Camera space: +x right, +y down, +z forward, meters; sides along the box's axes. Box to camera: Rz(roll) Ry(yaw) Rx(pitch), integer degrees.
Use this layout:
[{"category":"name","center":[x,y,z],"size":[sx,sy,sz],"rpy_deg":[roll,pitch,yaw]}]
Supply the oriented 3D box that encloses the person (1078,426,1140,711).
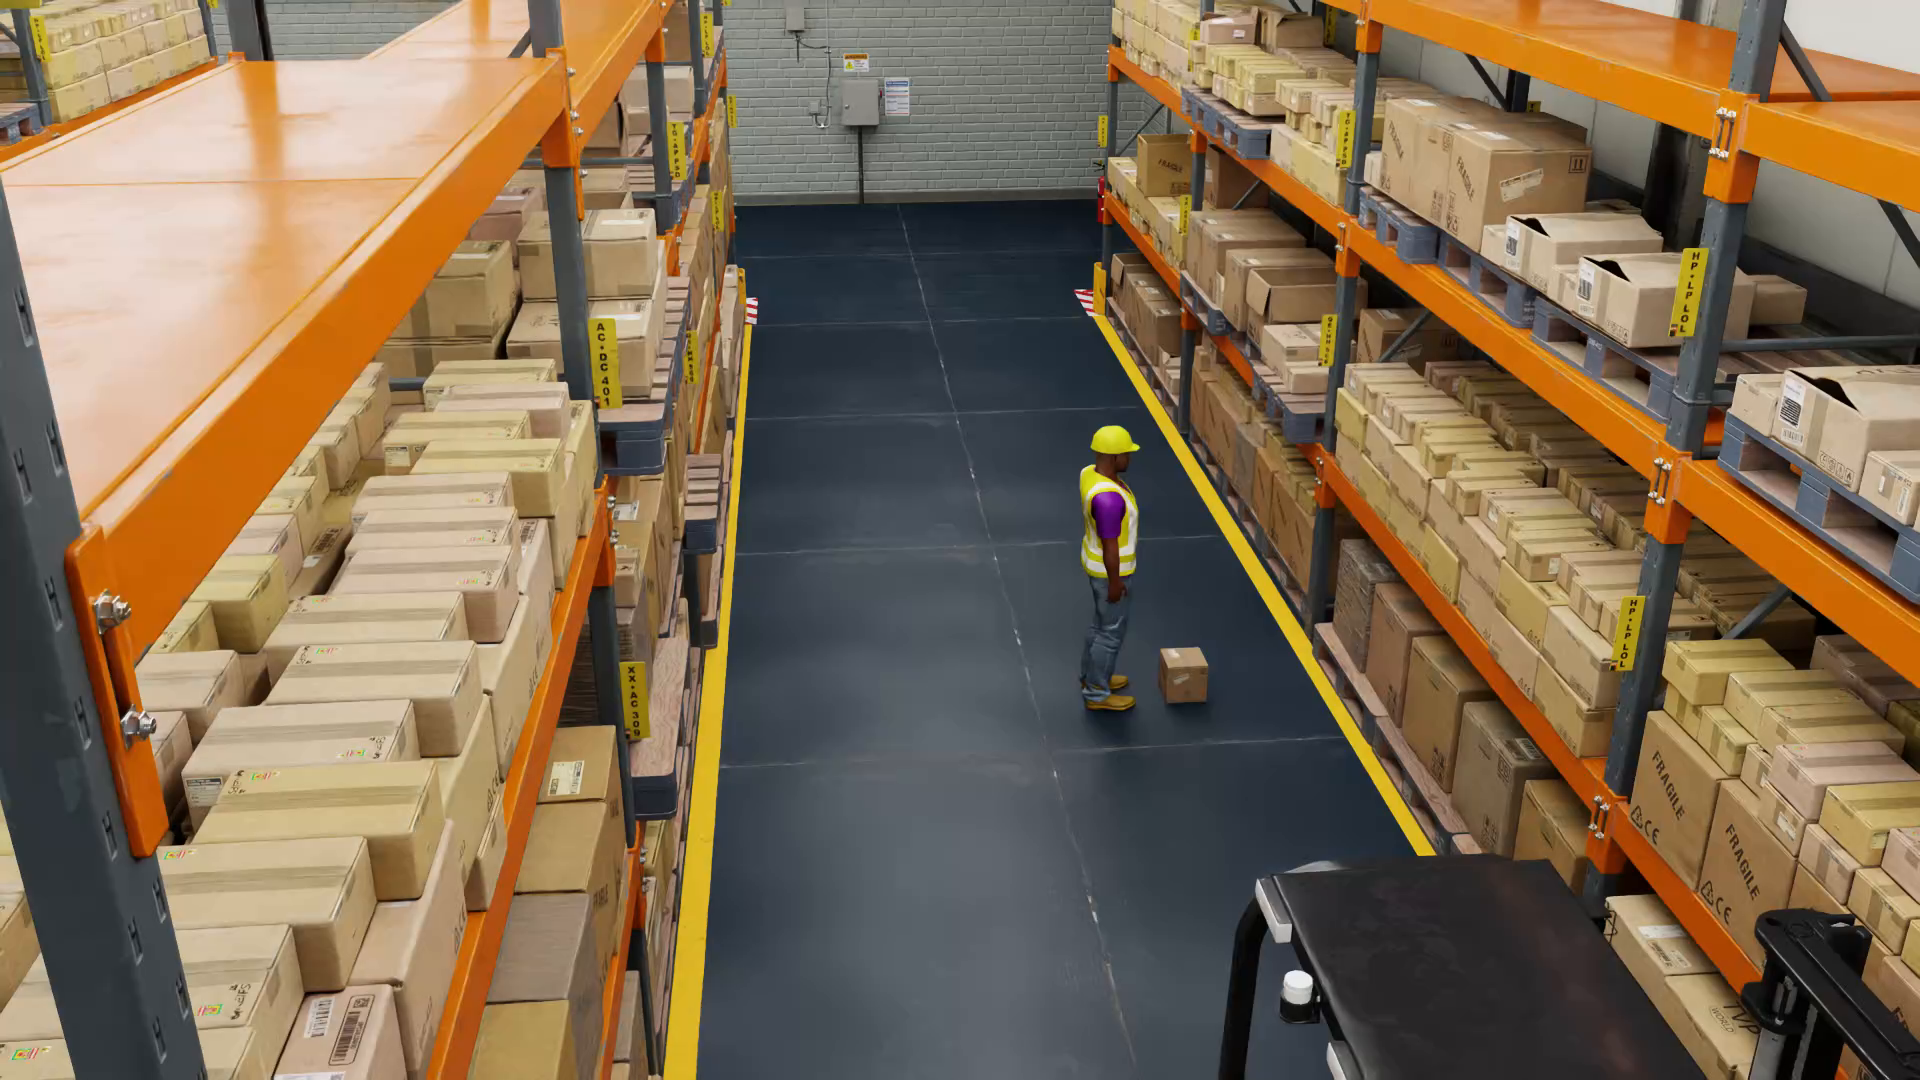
[{"category":"person","center":[0.887,0.154,9.946],"size":[0.360,1.762,0.564],"rpy_deg":[-2,24,-4]}]
